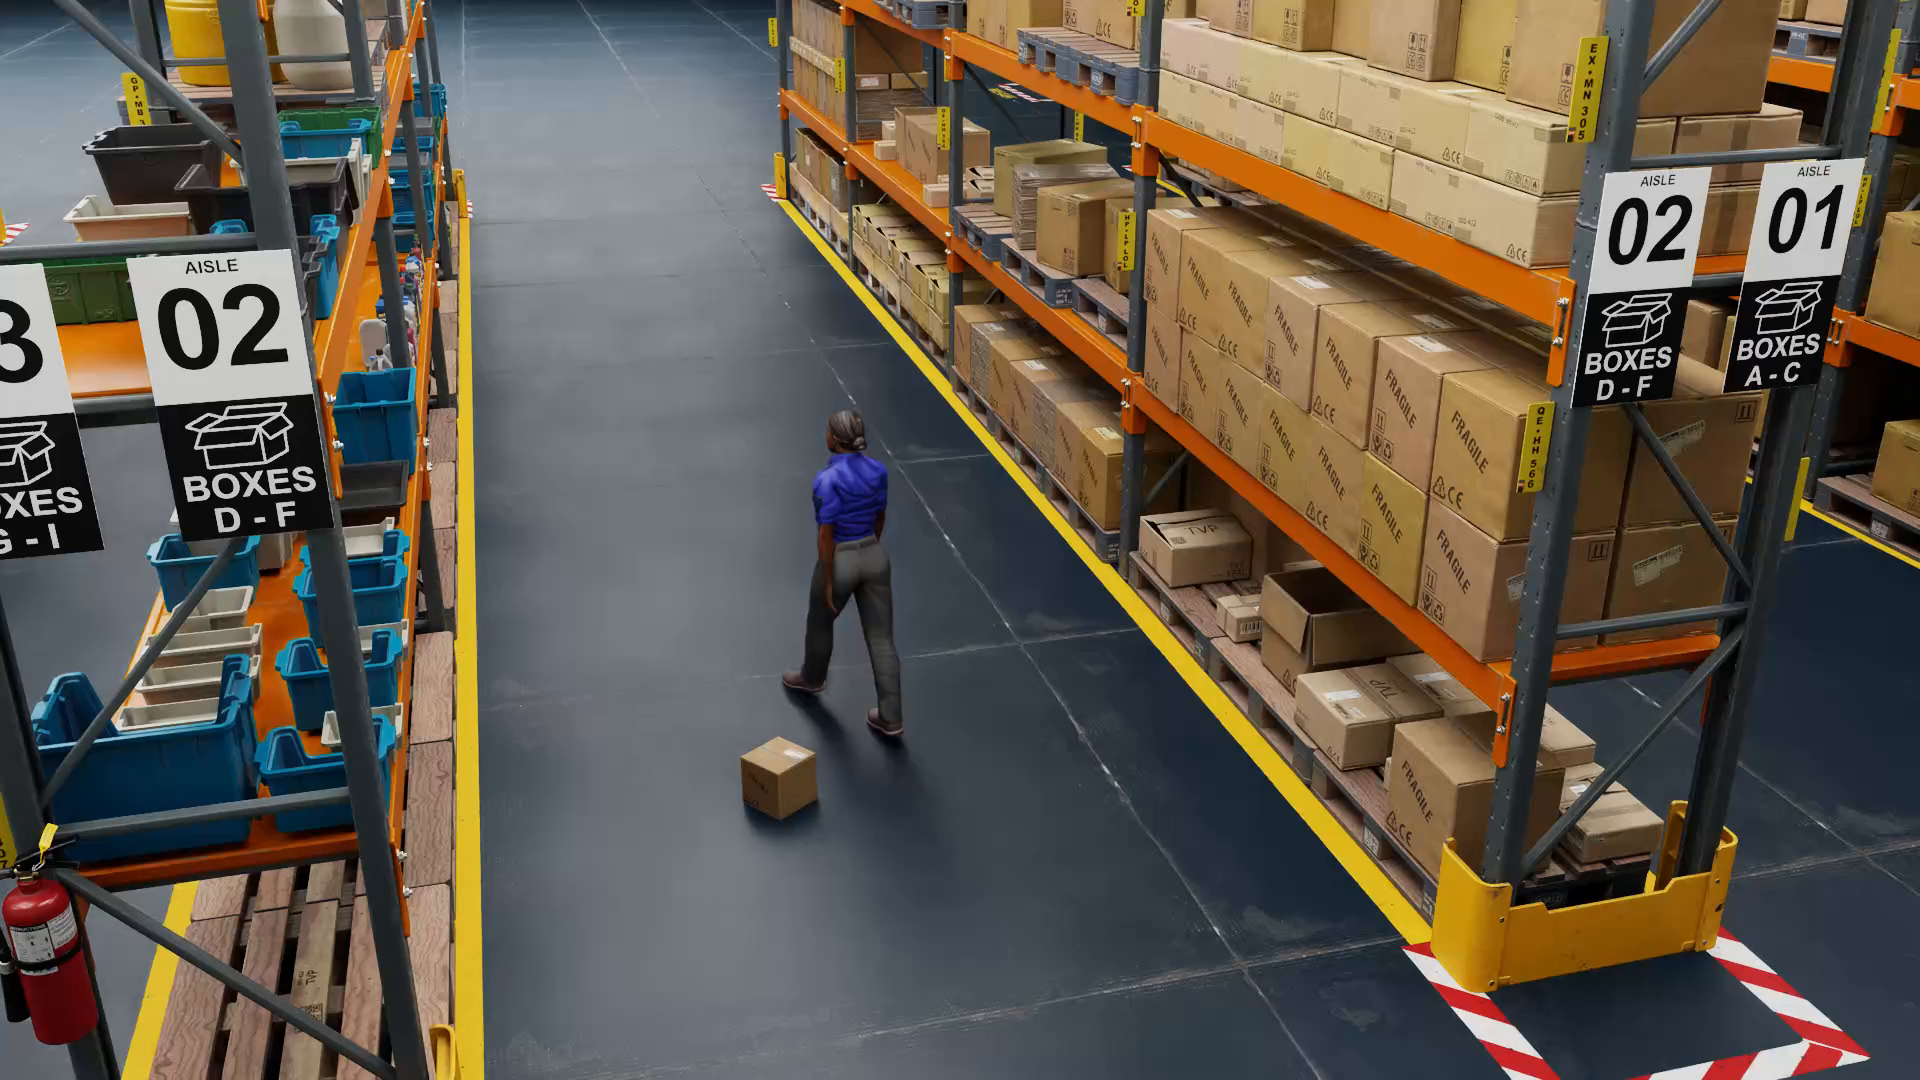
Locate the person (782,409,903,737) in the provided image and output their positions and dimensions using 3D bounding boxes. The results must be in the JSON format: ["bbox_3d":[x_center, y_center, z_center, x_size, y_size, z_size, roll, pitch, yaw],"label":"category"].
[{"bbox_3d":[-0.559,0.116,8.309,0.443,1.608,0.906,-13,26,-27],"label":"person"}]
